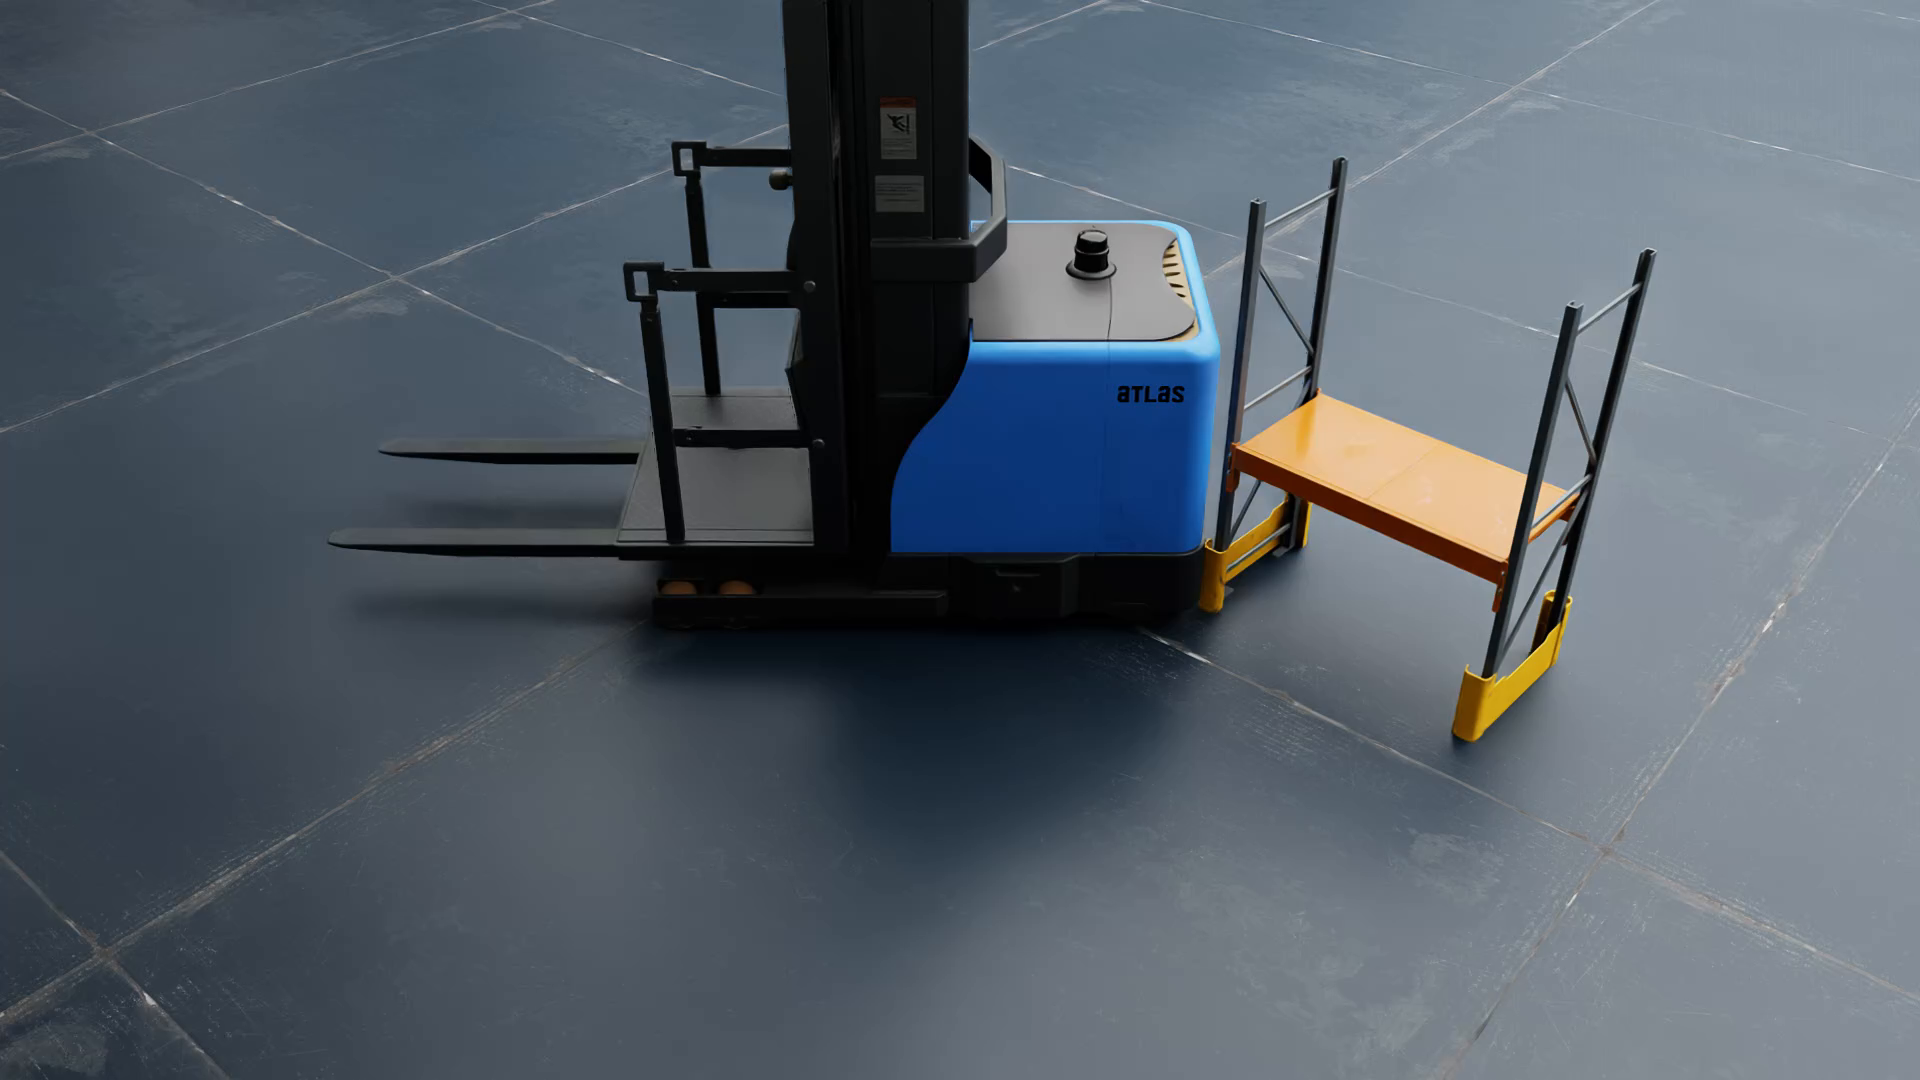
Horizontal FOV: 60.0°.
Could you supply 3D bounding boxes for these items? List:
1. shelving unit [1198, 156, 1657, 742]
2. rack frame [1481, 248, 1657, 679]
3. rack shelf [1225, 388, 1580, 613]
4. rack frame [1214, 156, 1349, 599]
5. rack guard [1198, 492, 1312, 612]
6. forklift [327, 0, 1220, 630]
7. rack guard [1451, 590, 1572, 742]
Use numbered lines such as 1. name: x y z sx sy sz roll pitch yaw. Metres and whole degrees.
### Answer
1. shelving unit: 1.422 -0.307 5.297 1.083 1.500 0.587 28 43 34
2. rack frame: 1.800 -0.106 5.006 0.032 1.500 0.500 28 43 34
3. rack shelf: 1.429 -0.155 5.394 1.000 0.185 0.538 28 43 34
4. rack frame: 1.058 -0.500 5.579 0.032 1.500 0.500 28 43 34
5. rack guard: 1.059 0.016 5.932 0.087 0.250 0.587 28 43 34
6. forklift: -0.681 -1.200 5.334 3.031 2.935 1.130 0 34 0
7. rack guard: 1.786 0.401 5.370 0.087 0.250 0.587 28 43 34
